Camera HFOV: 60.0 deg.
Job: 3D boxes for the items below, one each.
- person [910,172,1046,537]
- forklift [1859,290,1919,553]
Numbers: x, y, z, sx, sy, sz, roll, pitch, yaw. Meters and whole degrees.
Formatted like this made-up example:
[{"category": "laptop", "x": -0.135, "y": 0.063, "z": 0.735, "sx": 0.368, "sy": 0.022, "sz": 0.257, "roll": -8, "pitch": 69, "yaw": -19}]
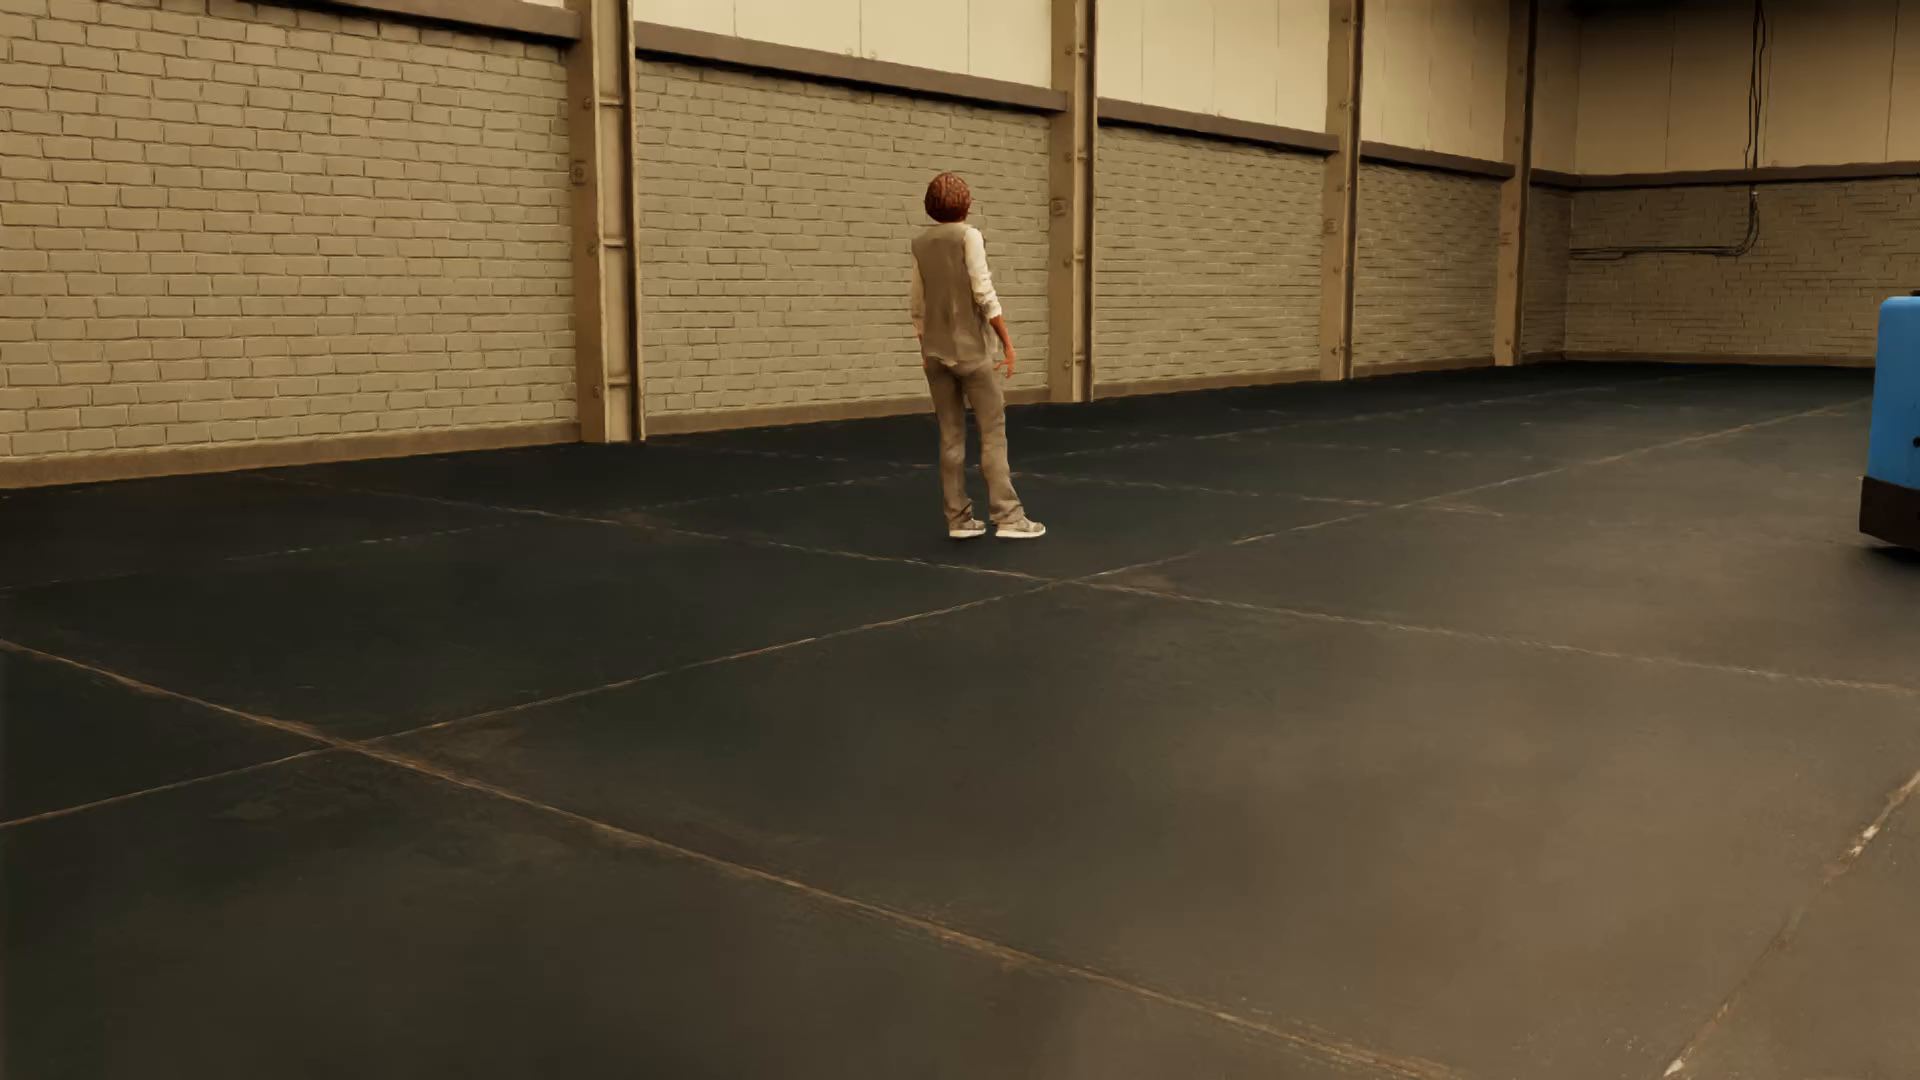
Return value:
[{"category": "person", "x": 0.057, "y": -0.804, "z": 7.337, "sx": 0.521, "sy": 1.597, "sz": 0.474, "roll": 7, "pitch": 11, "yaw": 38}, {"category": "forklift", "x": 5.311, "y": -1.323, "z": 6.326, "sx": 3.031, "sy": 2.935, "sz": 1.130, "roll": 1, "pitch": 8, "yaw": 8}]
